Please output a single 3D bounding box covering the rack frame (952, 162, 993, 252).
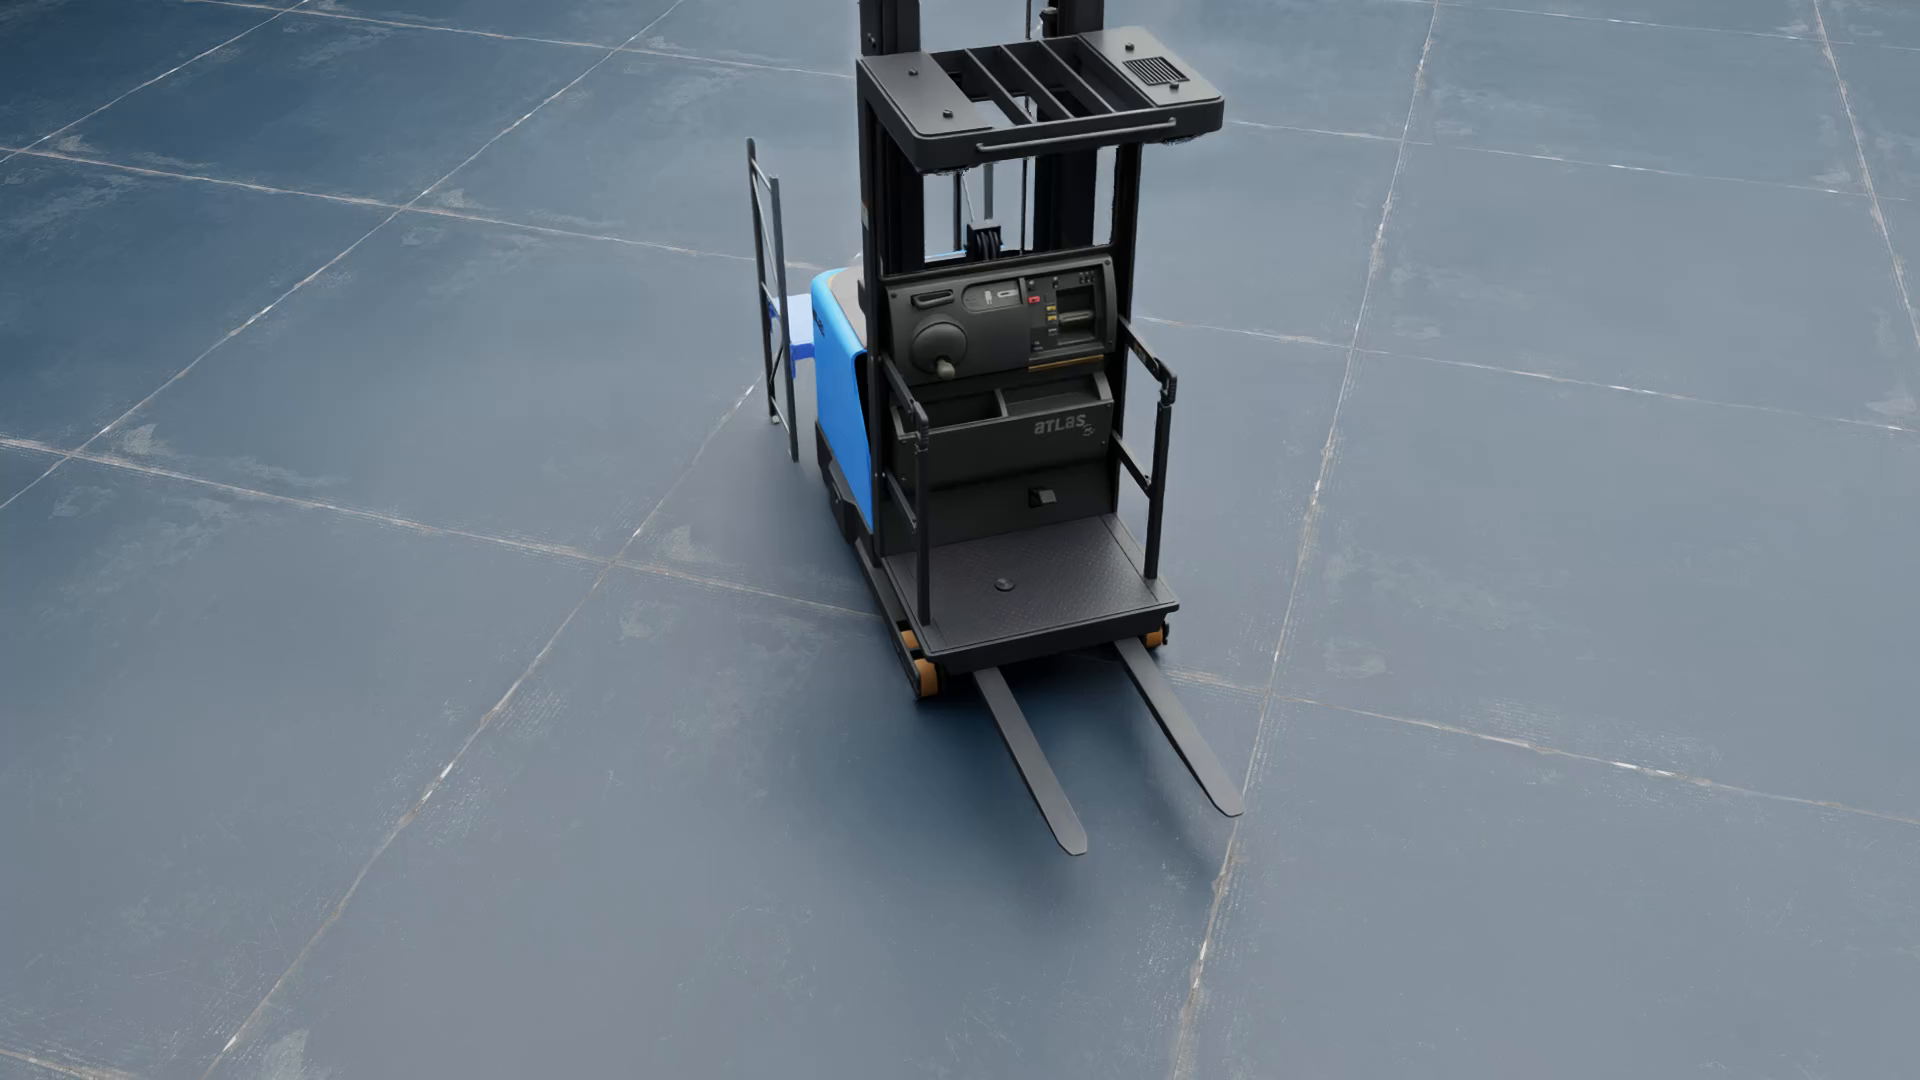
[{"bbox_3d":[0.060,-1.334,8.290,0.032,1.500,0.500,-12,37,-15],"label":"rack frame"}]

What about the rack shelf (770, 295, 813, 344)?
[{"bbox_3d":[-0.420,-1.128,8.231,0.952,0.062,0.459,-12,37,-15],"label":"rack shelf"}]

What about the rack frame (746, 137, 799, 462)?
[{"bbox_3d":[-0.900,-1.135,8.021,0.032,1.500,0.500,-12,37,-15],"label":"rack frame"}]

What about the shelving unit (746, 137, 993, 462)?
[{"bbox_3d":[-0.420,-1.235,8.155,1.048,1.500,0.500,-12,37,-15],"label":"shelving unit"}]

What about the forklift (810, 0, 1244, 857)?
[{"bbox_3d":[0.241,-0.801,6.366,1.130,2.935,3.031,-11,38,-14],"label":"forklift"}]
